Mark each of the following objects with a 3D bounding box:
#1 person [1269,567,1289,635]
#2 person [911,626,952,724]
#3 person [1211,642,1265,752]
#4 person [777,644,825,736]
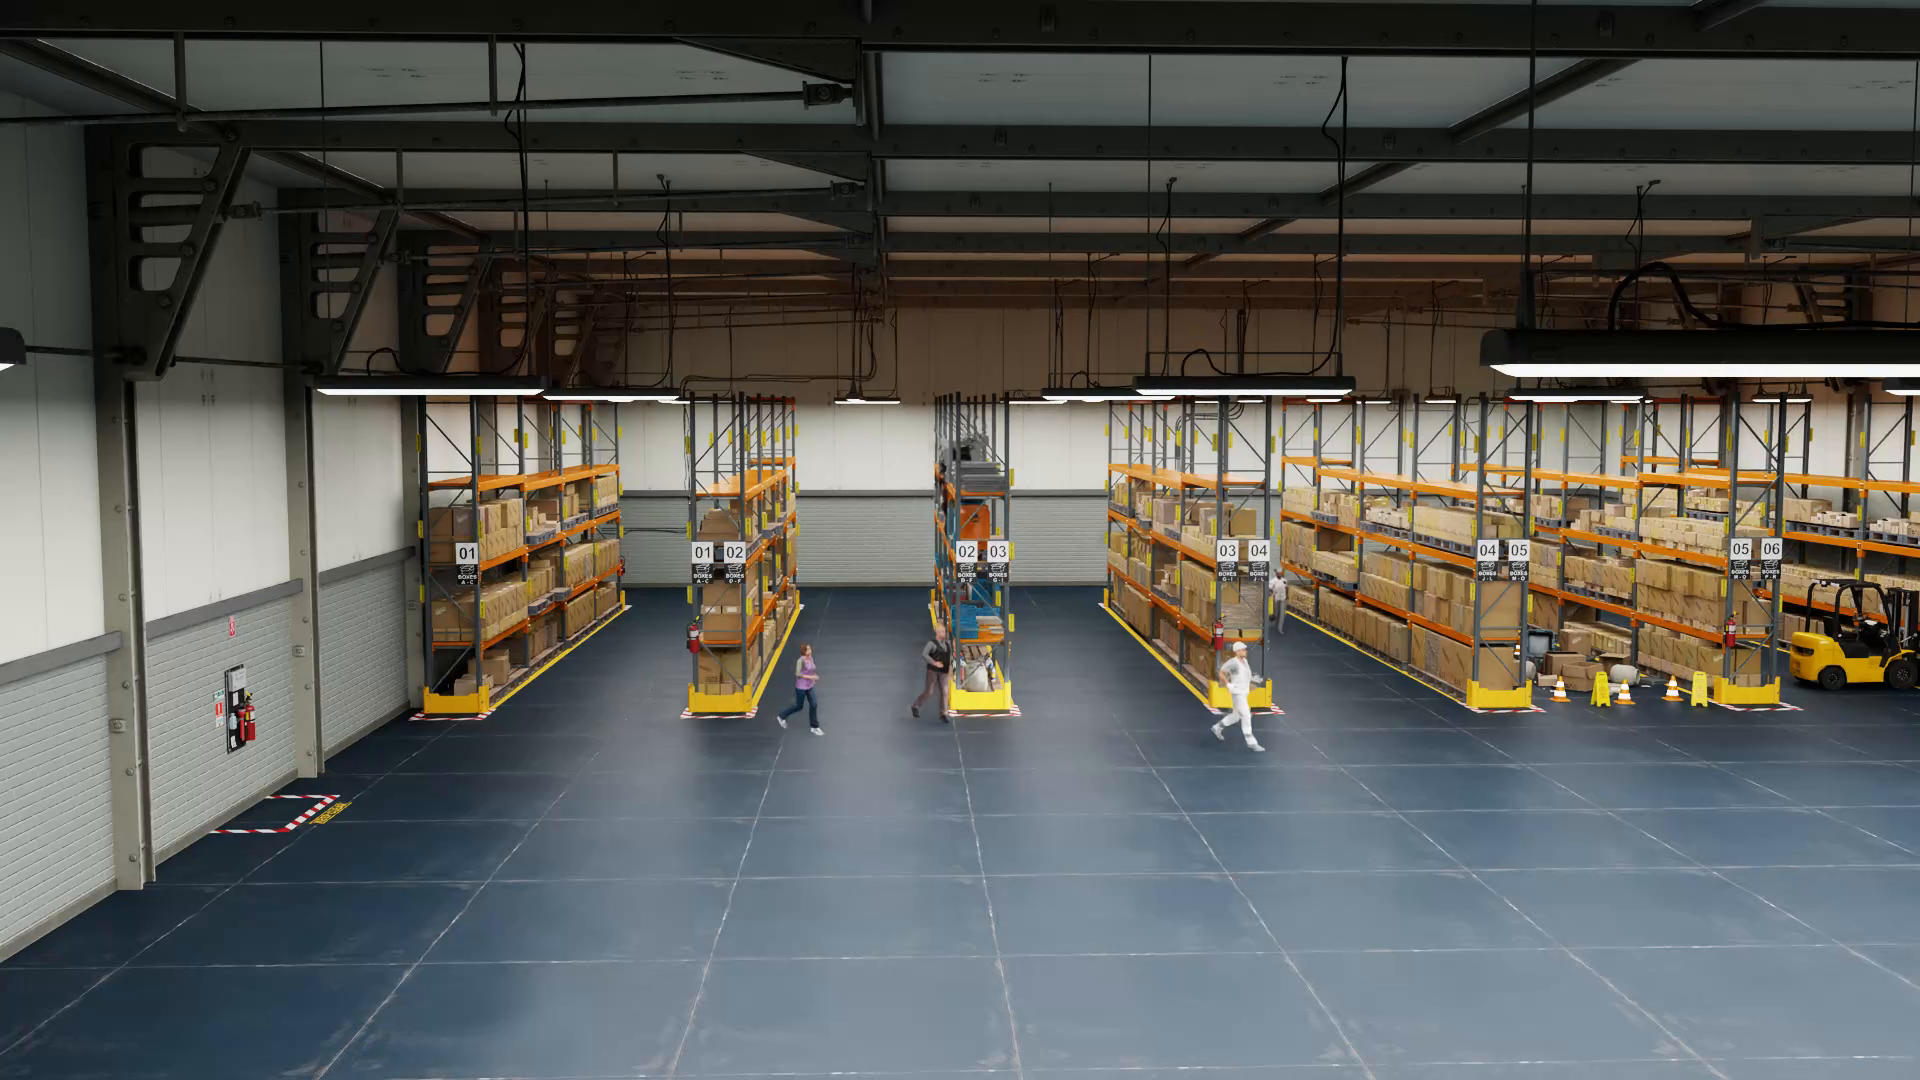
[{"bbox_3d":[8.081,1.522,42.177,0.584,1.683,0.769,0,5,-4],"label":"person"},{"bbox_3d":[-0.382,2.441,30.342,0.727,1.691,0.944,-4,6,-39],"label":"person"},{"bbox_3d":[4.650,2.591,27.801,0.994,1.796,0.654,3,5,30],"label":"person"},{"bbox_3d":[-2.760,2.599,29.084,0.881,1.604,0.550,3,5,29],"label":"person"}]
